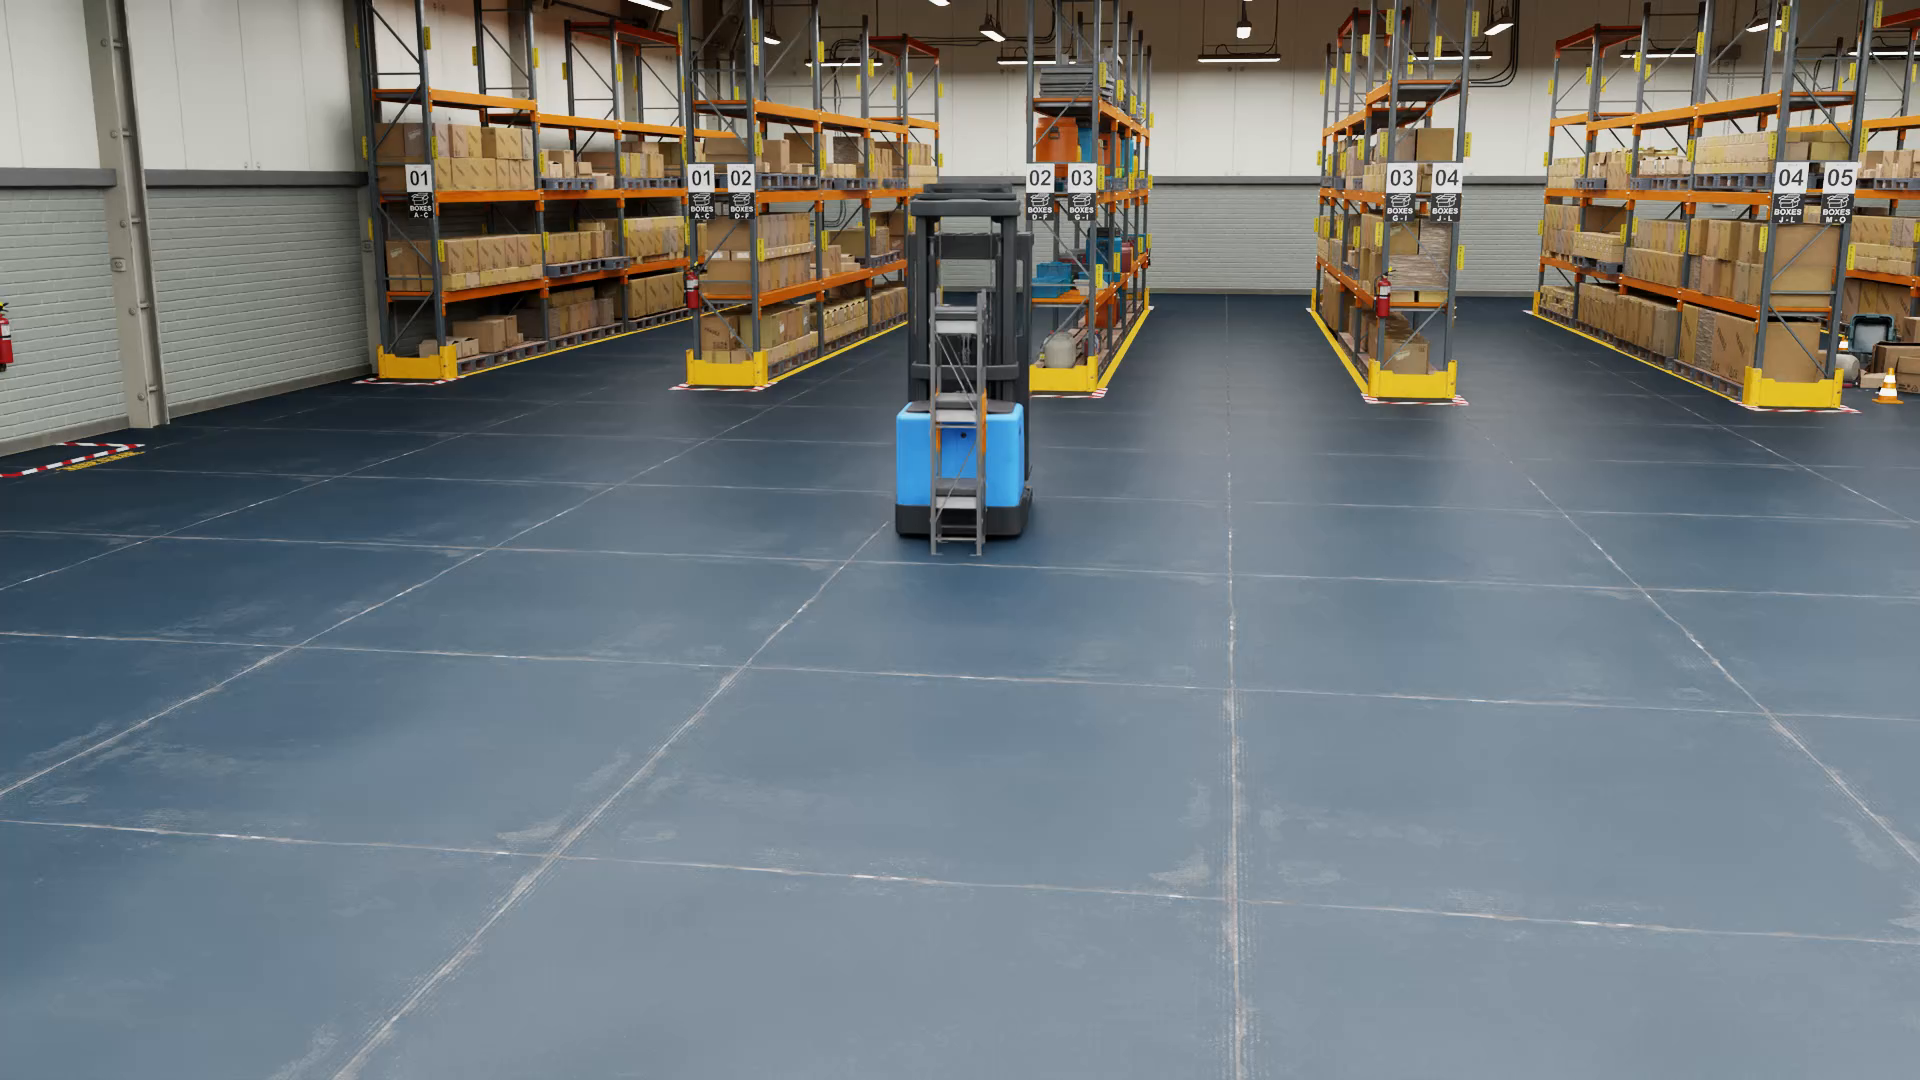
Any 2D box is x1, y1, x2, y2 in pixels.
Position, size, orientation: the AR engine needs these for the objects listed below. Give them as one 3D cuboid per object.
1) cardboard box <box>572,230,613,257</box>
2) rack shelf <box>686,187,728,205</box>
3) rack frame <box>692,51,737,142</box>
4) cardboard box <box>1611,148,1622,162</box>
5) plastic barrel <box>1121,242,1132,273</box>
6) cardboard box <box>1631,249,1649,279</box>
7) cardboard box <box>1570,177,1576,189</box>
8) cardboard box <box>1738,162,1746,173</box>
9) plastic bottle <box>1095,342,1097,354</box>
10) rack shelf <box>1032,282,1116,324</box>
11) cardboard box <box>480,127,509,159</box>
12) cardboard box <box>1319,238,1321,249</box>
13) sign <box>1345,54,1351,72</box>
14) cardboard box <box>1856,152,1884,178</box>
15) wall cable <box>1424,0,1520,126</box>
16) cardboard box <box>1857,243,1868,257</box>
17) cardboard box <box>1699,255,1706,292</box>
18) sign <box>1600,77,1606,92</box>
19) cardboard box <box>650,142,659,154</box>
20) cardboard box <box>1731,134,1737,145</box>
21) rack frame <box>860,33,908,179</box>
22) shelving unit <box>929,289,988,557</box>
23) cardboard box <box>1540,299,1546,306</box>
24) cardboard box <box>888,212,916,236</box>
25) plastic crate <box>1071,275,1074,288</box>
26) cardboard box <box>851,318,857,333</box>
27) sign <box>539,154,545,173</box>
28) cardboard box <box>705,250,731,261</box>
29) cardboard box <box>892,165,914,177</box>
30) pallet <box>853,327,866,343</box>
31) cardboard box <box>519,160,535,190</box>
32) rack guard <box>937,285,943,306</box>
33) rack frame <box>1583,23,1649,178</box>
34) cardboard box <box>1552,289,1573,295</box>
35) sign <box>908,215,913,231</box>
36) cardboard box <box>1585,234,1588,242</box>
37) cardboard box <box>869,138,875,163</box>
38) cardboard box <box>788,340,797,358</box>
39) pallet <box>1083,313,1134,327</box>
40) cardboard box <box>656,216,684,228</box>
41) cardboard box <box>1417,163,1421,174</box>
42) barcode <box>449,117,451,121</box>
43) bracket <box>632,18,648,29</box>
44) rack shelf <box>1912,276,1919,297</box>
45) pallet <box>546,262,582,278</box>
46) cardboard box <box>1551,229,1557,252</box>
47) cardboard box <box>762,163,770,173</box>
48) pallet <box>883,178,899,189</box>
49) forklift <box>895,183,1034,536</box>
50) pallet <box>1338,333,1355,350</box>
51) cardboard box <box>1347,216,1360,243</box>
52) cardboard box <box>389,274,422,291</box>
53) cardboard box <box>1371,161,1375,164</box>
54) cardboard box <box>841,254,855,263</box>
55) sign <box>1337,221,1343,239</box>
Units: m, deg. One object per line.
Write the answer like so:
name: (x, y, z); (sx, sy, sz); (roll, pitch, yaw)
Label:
cardboard box: (-7.188, -5.786, 32.441); (0.700, 0.500, 0.500); (0, 12, 2)
rack shelf: (-6.203, -7.984, 38.509); (1.077, 0.370, 4.000); (2, 12, 9)
rack frame: (-5.895, -10.219, 40.049); (1.000, 3.000, 0.127); (2, 12, 9)
cardboard box: (12.426, -7.208, 31.145); (0.396, 0.266, 0.258); (2, 12, 9)
plastic barrel: (2.892, -5.260, 30.956); (0.600, 0.536, 0.708); (2, 12, 9)
cardboard box: (12.032, -4.816, 28.981); (0.500, 0.500, 0.500); (2, 12, 8)
cardboard box: (12.955, -7.398, 34.435); (0.500, 0.250, 0.500); (2, 12, 8)
cardboard box: (11.086, -5.182, 23.160); (0.380, 0.149, 0.250); (2, 12, 8)
plastic bottle: (2.119, -3.017, 26.306); (0.097, 0.271, 0.097); (0, 12, 0)
rack shelf: (1.741, -3.699, 25.745); (1.077, 0.370, 4.000); (2, 12, 9)
cardboard box: (-7.694, -6.465, 27.094); (0.500, 0.500, 0.500); (1, 12, 7)
cardboard box: (8.374, -6.677, 37.505); (0.500, 0.250, 0.500); (2, 12, 8)
sign: (7.009, -8.623, 30.053); (0.100, 0.325, 0.005); (2, 12, 9)
cardboard box: (17.543, -7.197, 31.915); (0.500, 0.500, 0.500); (2, 12, 8)
wall cable: (13.063, -12.375, 42.420); (2.277, 5.999, 0.120); (2, 12, 9)
cardboard box: (17.462, -5.526, 31.683); (0.500, 0.250, 0.500); (2, 12, 9)
cardboard box: (11.721, -4.006, 25.104); (0.875, 0.550, 0.550); (2, 12, 9)
sign: (14.219, -10.067, 36.754); (0.100, 0.325, 0.005); (2, 12, 9)
cardboard box: (-6.775, -8.371, 35.535); (0.500, 0.250, 0.500); (3, 12, 13)
cardboard box: (11.164, -5.678, 23.570); (0.380, 0.149, 0.250); (2, 12, 9)
rack frame: (-1.615, -9.226, 35.444); (1.000, 3.000, 0.127); (2, 12, 9)
shelving unit: (-0.010, -0.946, 13.397); (0.431, 2.100, 0.503); (1, 12, 5)
cardboard box: (13.277, -5.336, 37.402); (0.380, 0.149, 0.250); (2, 12, 10)
cardboard box: (-1.264, -6.920, 36.373); (0.500, 0.500, 0.500); (2, 12, 10)
plastic crate: (1.561, -4.090, 26.354); (0.450, 0.188, 0.662); (2, 12, 9)
cardboard box: (-2.226, -3.993, 30.930); (0.500, 0.250, 0.500); (2, 12, 10)
sign: (-7.203, -6.491, 28.646); (0.100, 0.325, 0.005); (2, 12, 9)
cardboard box: (-3.590, -4.247, 24.804); (0.380, 0.149, 0.250); (2, 12, 8)
cardboard box: (-1.295, -8.024, 36.156); (0.500, 0.250, 0.500); (2, 12, 9)
pallet: (-2.395, -3.928, 31.717); (1.003, 0.211, 1.213); (2, 12, 9)
cardboard box: (-7.574, -6.199, 28.234); (0.500, 0.500, 0.500); (2, 12, 10)
rack guard: (-1.011, -5.888, 40.130); (1.175, 0.500, 0.348); (2, 12, 9)
rack frame: (13.058, -8.723, 33.108); (1.000, 3.000, 0.127); (2, 12, 9)
cardboard box: (13.160, -5.406, 36.315); (0.380, 0.149, 0.250); (2, 12, 11)
sign: (-1.066, -6.842, 35.874); (0.100, 0.325, 0.005); (2, 12, 9)
cardboard box: (12.385, -5.880, 32.343); (0.380, 0.149, 0.250); (2, 12, 8)
cardboard box: (-2.000, -7.768, 33.187); (0.500, 0.500, 0.500); (2, 12, 9)
cardboard box: (-2.926, -3.073, 26.664); (0.500, 0.250, 0.500); (2, 12, 9)
pallet: (3.119, -4.610, 34.883); (1.003, 0.211, 1.213); (2, 12, 9)
cardboard box: (-6.329, -6.918, 36.205); (0.500, 0.250, 0.500); (2, 12, 10)
cardboard box: (6.218, -5.180, 23.199); (0.380, 0.149, 0.250); (1, 12, 7)
barcode: (-8.379, -6.908, 27.296); (0.001, 0.075, 0.075); (2, 12, 9)
bracket: (-6.970, -11.221, 36.158); (0.235, 0.232, 0.430); (2, 12, 9)
rack shelf: (17.042, -4.050, 27.374); (1.077, 0.370, 4.000); (2, 12, 9)
pallet: (-7.479, -4.849, 29.827); (1.003, 0.211, 1.213); (2, 12, 9)
cardboard box: (13.187, -6.519, 36.178); (0.500, 0.500, 0.500); (2, 12, 9)
cardboard box: (-3.105, -5.652, 25.247); (0.380, 0.149, 0.250); (2, 12, 9)
pallet: (-1.941, -7.319, 34.159); (1.213, 0.211, 1.003); (2, 12, 9)
forklift: (0.100, -1.726, 15.047); (1.130, 2.935, 3.031); (1, 12, 5)
pallet: (7.436, -3.613, 30.259); (1.003, 0.211, 1.213); (2, 12, 9)
cardboard box: (7.789, -5.966, 31.936); (0.797, 0.503, 0.637); (2, 12, 10)
cardboard box: (-8.476, -3.995, 25.721); (0.500, 0.250, 0.500); (2, 12, 9)
cardboard box: (6.988, -6.111, 27.433); (0.396, 0.266, 0.258); (2, 12, 11)
cardboard box: (-2.329, -5.343, 31.877); (0.500, 0.311, 0.500); (3, 12, 12)
sign: (7.009, -5.722, 30.678); (0.100, 0.325, 0.005); (2, 12, 9)
